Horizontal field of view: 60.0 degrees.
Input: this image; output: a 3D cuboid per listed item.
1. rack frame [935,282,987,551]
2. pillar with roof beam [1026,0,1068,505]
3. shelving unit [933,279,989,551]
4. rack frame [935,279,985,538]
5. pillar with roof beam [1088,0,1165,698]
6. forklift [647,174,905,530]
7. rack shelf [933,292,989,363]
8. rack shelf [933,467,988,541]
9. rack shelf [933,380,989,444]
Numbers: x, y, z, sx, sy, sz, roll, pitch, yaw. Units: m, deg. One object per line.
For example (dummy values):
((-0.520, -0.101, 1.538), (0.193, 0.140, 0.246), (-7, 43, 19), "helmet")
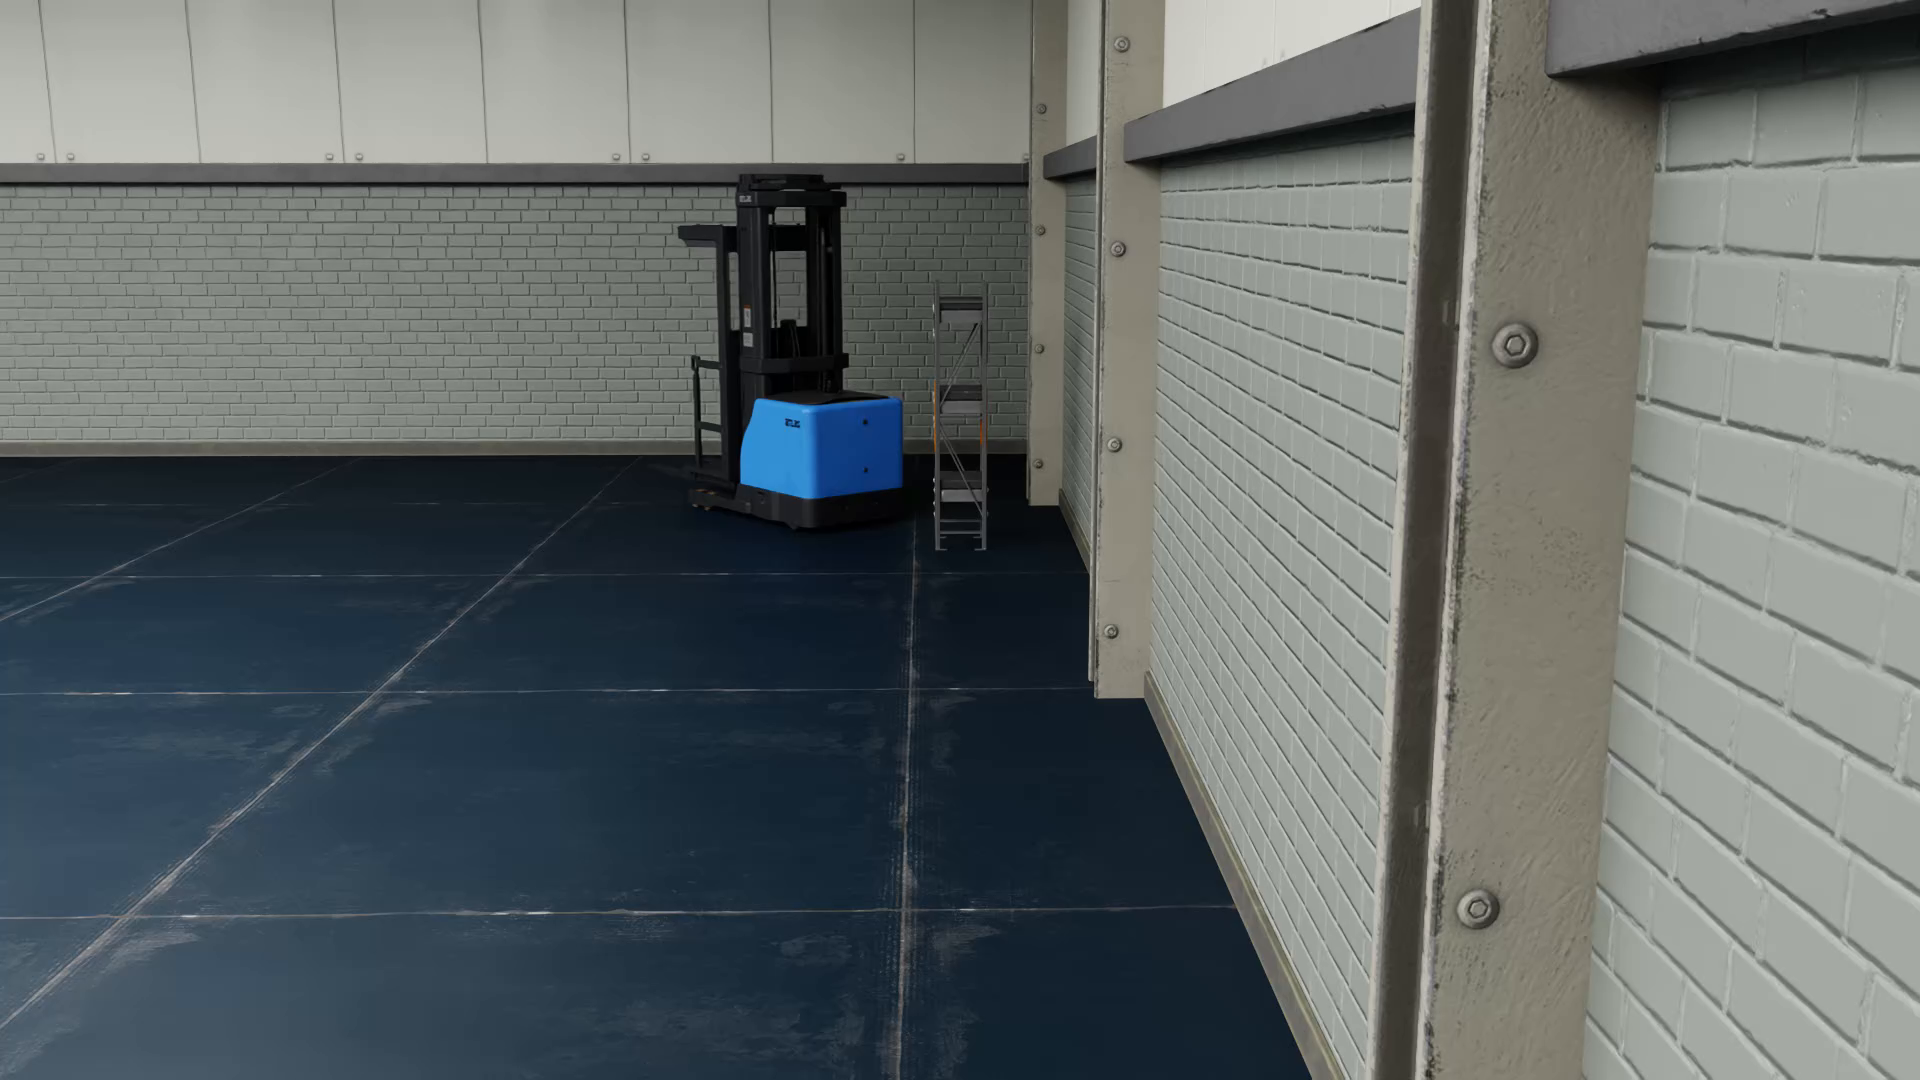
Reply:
((0.008, -0.948, 12.949), (0.400, 2.100, 0.015), (0, 11, -1), "rack frame")
((-3.527, -4.747, 14.325), (9.100, 9.000, 0.400), (0, 11, -1), "pillar with roof beam")
((0.003, -0.996, 13.188), (0.431, 2.100, 0.503), (0, 11, -1), "shelving unit")
((-0.002, -1.045, 13.427), (0.400, 2.100, 0.015), (0, 11, -1), "rack frame")
((-3.403, -3.554, 8.446), (9.100, 9.000, 0.400), (0, 11, -1), "pillar with roof beam")
((-1.794, -1.755, 14.838), (1.130, 2.935, 3.031), (-9, 15, -39), "forklift")
((0.003, -1.669, 13.052), (0.431, 0.518, 0.480), (0, 11, -1), "rack shelf")
((0.003, -0.297, 13.330), (0.431, 0.518, 0.480), (0, 11, -1), "rack shelf")
((0.003, -0.983, 13.191), (0.431, 0.518, 0.480), (0, 11, -1), "rack shelf")
